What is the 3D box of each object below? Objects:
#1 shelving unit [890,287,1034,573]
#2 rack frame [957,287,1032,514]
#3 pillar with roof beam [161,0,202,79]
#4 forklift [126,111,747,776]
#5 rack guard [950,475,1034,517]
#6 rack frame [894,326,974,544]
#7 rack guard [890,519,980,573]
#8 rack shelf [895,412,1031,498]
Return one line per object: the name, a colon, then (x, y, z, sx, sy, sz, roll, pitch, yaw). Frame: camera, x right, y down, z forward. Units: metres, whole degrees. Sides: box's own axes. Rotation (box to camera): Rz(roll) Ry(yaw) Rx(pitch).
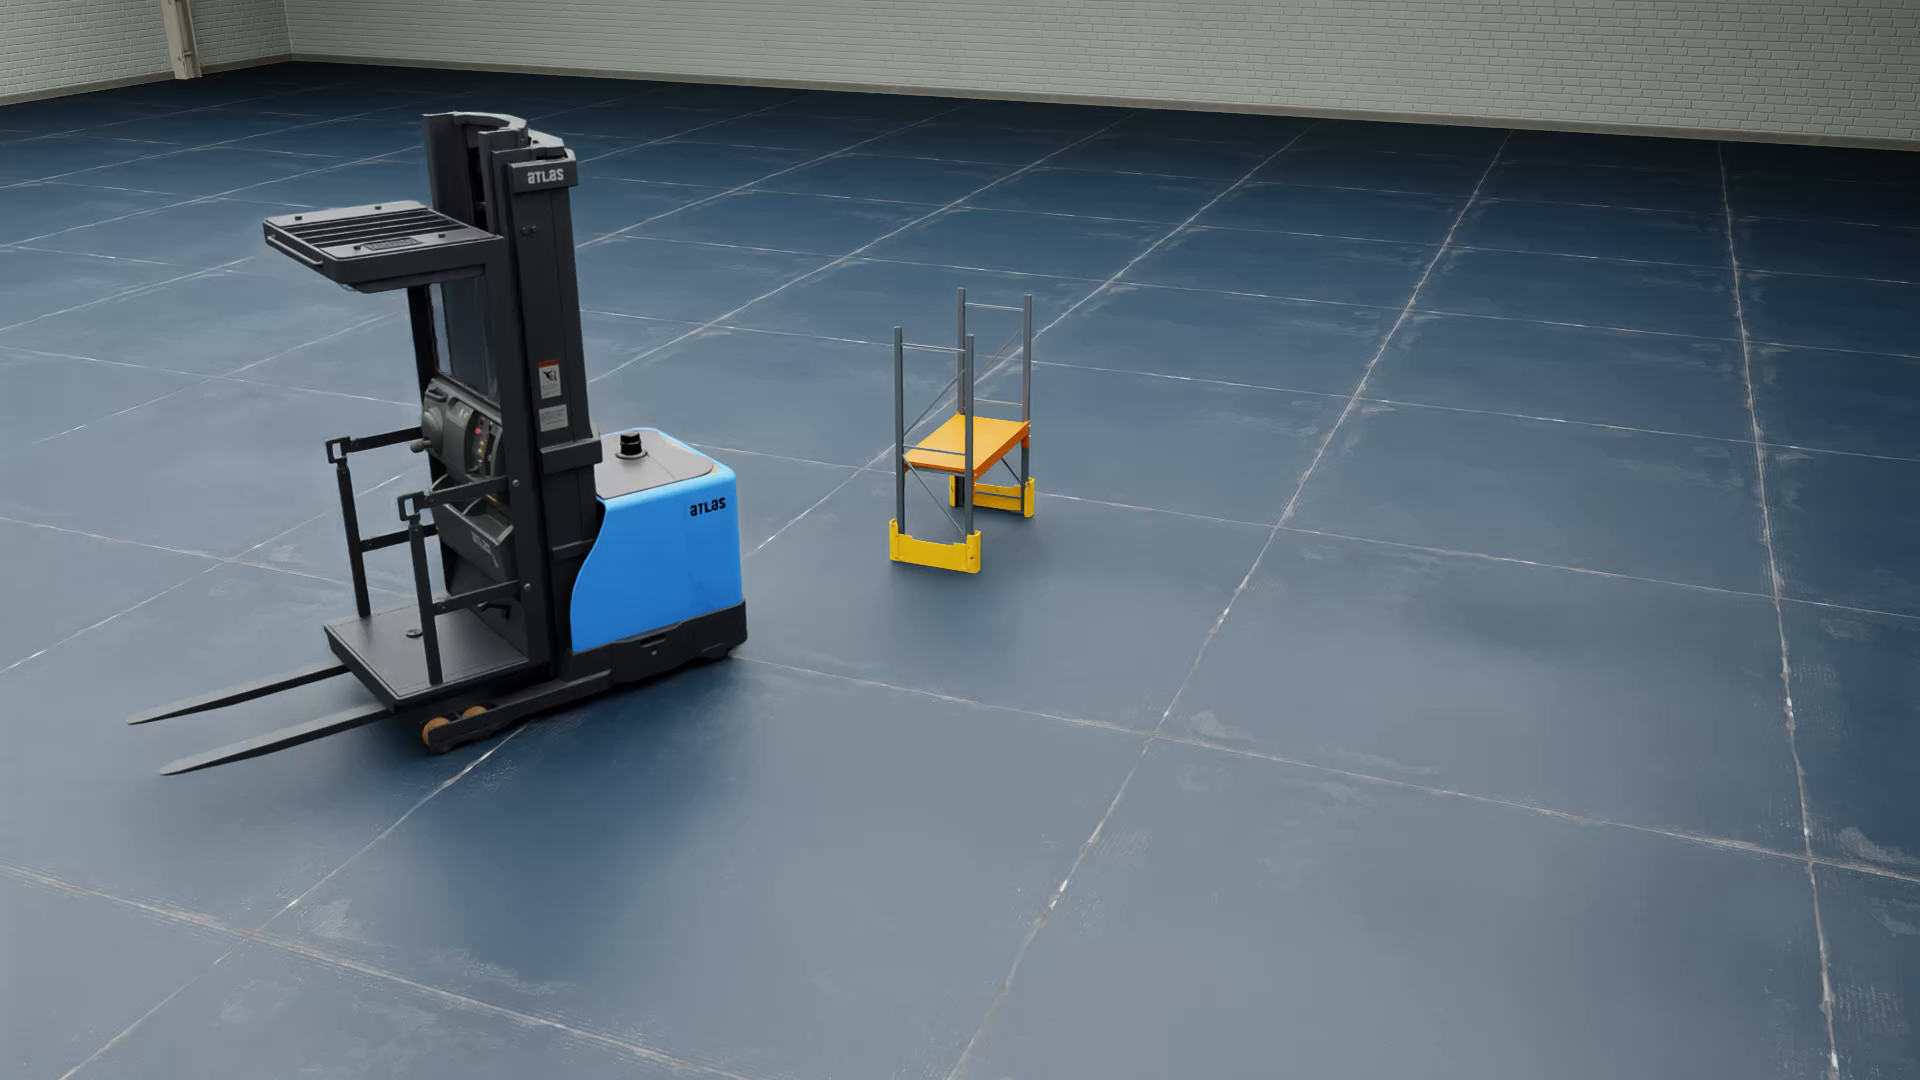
shelving unit: (0.028, -0.719, 10.526, 0.587, 1.500, 1.083, 9, 24, 20)
rack frame: (0.221, -0.904, 10.970, 0.500, 1.500, 0.032, 9, 24, 20)
pillar with roof beam: (-10.919, -12.470, 28.929, 9.100, 9.000, 0.400, 9, 24, 20)
forklift: (-2.657, -0.532, 8.220, 3.031, 2.935, 1.130, -17, 28, -35)
rack guard: (0.213, -0.321, 11.194, 0.587, 0.250, 0.087, 9, 24, 20)
rack frame: (-0.157, -0.541, 10.098, 0.500, 1.500, 0.032, 9, 24, 20)
rack guard: (-0.157, 0.036, 10.340, 0.587, 0.250, 0.087, 9, 24, 20)
rack shelf: (0.032, -0.557, 10.603, 0.538, 0.185, 1.000, 9, 24, 20)
